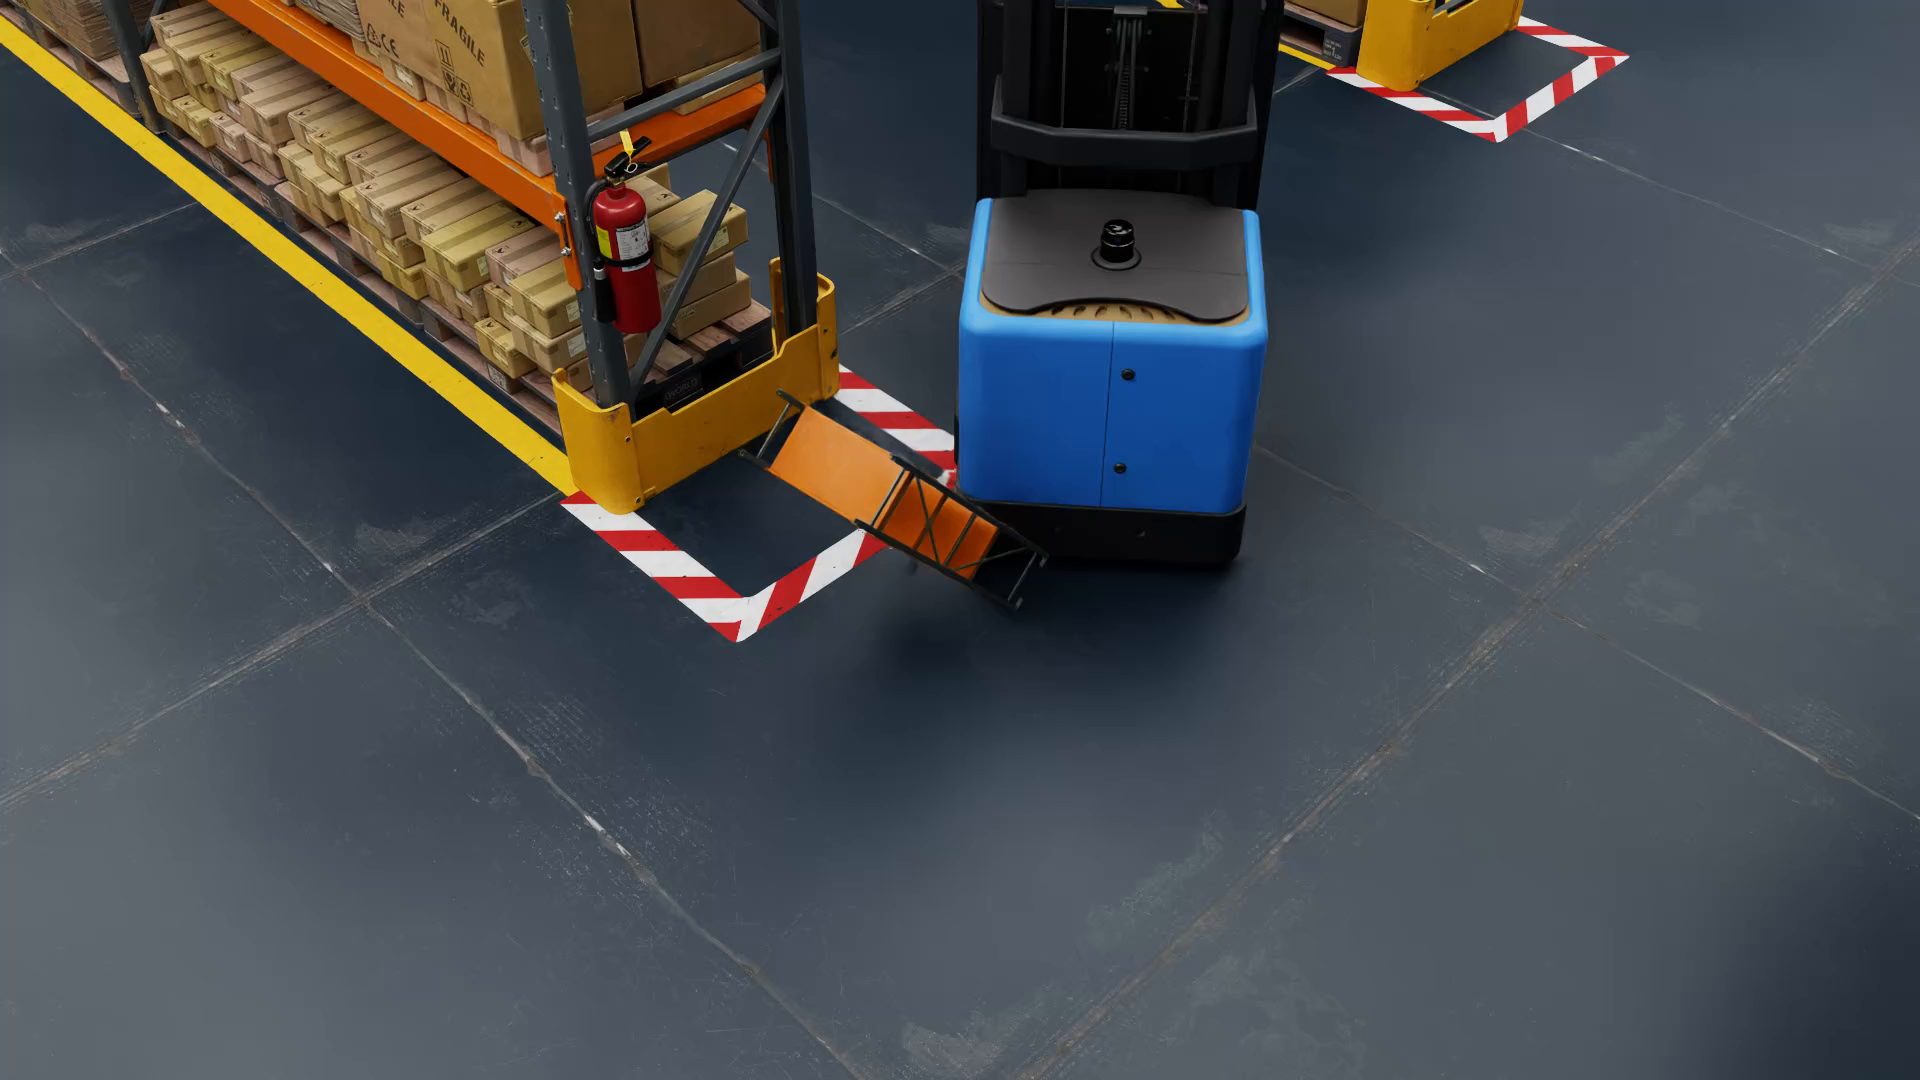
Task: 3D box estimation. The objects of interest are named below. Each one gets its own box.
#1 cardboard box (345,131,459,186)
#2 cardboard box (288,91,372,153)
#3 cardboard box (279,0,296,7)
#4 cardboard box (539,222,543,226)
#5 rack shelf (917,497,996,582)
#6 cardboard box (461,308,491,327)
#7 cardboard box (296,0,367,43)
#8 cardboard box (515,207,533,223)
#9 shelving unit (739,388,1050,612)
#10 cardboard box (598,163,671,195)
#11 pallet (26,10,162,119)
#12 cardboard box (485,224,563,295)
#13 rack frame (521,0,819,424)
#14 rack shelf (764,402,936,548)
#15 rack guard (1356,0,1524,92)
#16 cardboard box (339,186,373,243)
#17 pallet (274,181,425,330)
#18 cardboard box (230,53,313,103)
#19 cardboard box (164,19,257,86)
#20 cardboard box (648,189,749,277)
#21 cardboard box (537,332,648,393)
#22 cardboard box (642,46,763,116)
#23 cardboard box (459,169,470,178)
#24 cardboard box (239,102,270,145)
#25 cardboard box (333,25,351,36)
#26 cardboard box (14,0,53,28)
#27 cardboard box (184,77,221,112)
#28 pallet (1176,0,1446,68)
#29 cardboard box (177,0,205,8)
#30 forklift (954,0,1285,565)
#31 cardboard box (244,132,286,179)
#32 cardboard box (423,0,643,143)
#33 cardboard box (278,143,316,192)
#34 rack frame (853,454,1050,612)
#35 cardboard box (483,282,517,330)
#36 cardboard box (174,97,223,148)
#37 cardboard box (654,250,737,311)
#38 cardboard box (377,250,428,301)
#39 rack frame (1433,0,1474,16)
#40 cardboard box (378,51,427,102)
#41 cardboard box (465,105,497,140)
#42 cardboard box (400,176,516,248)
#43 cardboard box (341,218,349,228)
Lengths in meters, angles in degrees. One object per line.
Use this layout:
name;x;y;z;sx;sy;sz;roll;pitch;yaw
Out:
cardboard box;-2.391;-1.612;7.137;0.250;0.149;0.380;32;52;30
cardboard box;-2.743;-1.862;7.407;0.250;0.149;0.380;32;51;30
cardboard box;-2.624;-2.325;6.741;0.380;0.149;0.250;-32;52;-30
cardboard box;-1.623;-1.395;7.341;0.380;0.149;0.250;-33;52;-31
rack shelf;-0.152;-0.090;5.604;0.480;0.148;0.258;30;90;29
cardboard box;-1.852;-1.008;6.922;0.250;0.149;0.380;34;52;31
cardboard box;-2.178;-2.232;6.163;0.500;0.500;0.500;-34;52;-31
cardboard box;-2.014;-1.265;6.981;0.250;0.149;0.380;34;52;31
shelving unit;-0.181;-0.107;5.545;0.503;1.200;0.258;30;90;29
cardboard box;-1.450;-1.502;7.018;0.250;0.149;0.380;34;53;31
pallet;-4.329;-2.776;9.099;1.003;0.211;1.213;-34;53;-31
cardboard box;-1.644;-1.112;6.596;0.380;0.149;0.250;-33;52;-31
rack frame;-0.954;-1.505;5.668;1.000;3.000;0.127;-34;53;-31
rack shelf;-0.347;-0.205;5.203;0.480;0.148;0.258;30;90;29
rack guard;2.646;-2.904;9.024;1.175;0.500;0.348;-34;53;-31
cardboard box;-2.440;-1.462;7.193;0.380;0.149;0.250;-31;51;-29
pallet;-2.413;-1.510;7.729;1.003;0.211;1.213;-34;53;-31
cardboard box;-3.116;-2.115;7.681;0.250;0.149;0.380;33;52;30
cardboard box;-3.529;-2.327;7.911;0.380;0.149;0.250;-31;51;-29
cardboard box;-1.083;-1.245;6.740;0.250;0.149;0.380;32;51;30
cardboard box;-1.473;-0.765;6.659;0.380;0.149;0.250;-33;52;-31
cardboard box;-0.950;-1.725;6.092;0.250;0.149;0.380;34;52;31
cardboard box;-2.111;-1.697;7.449;0.380;0.149;0.250;-31;51;-29
cardboard box;-3.121;-2.006;7.783;0.250;0.149;0.380;32;51;30
cardboard box;-2.231;-2.095;6.492;0.250;0.149;0.380;32;51;30
cardboard box;-4.842;-3.144;8.975;0.500;0.500;0.500;33;52;30
cardboard box;-3.507;-2.237;8.033;0.380;0.149;0.250;-34;52;-31
pallet;2.009;-3.156;9.510;1.003;0.211;1.213;-34;53;-31
cardboard box;-4.113;-3.145;8.976;0.500;0.500;0.500;-32;51;-30
forklift;0.629;-1.981;6.234;1.130;2.935;3.031;3;43;4
cardboard box;-3.134;-1.885;7.870;0.250;0.149;0.380;33;52;31
cardboard box;-1.453;-1.743;5.633;0.500;0.500;0.500;-33;52;-31
cardboard box;-2.810;-1.711;7.464;0.250;0.149;0.380;34;52;31
rack frame;0.003;0.001;5.425;0.015;1.200;0.240;30;90;29
cardboard box;-1.675;-0.989;6.682;0.250;0.149;0.380;33;52;31
cardboard box;-3.561;-2.077;8.079;0.380;0.149;0.250;-33;52;-30
cardboard box;-1.142;-1.096;6.798;0.380;0.149;0.250;-32;51;-30
cardboard box;-2.260;-1.213;7.144;0.250;0.149;0.380;32;51;30
rack frame;2.629;-3.833;8.188;1.000;3.000;0.127;-34;53;-31
cardboard box;-1.918;-1.796;6.168;0.380;0.149;0.250;-33;52;-30
cardboard box;-1.533;-1.571;5.925;0.250;0.149;0.380;34;53;31
cardboard box;-2.055;-1.330;6.832;0.250;0.149;0.380;32;52;30
cardboard box;-2.564;-1.511;7.467;0.380;0.149;0.250;-33;52;-30
